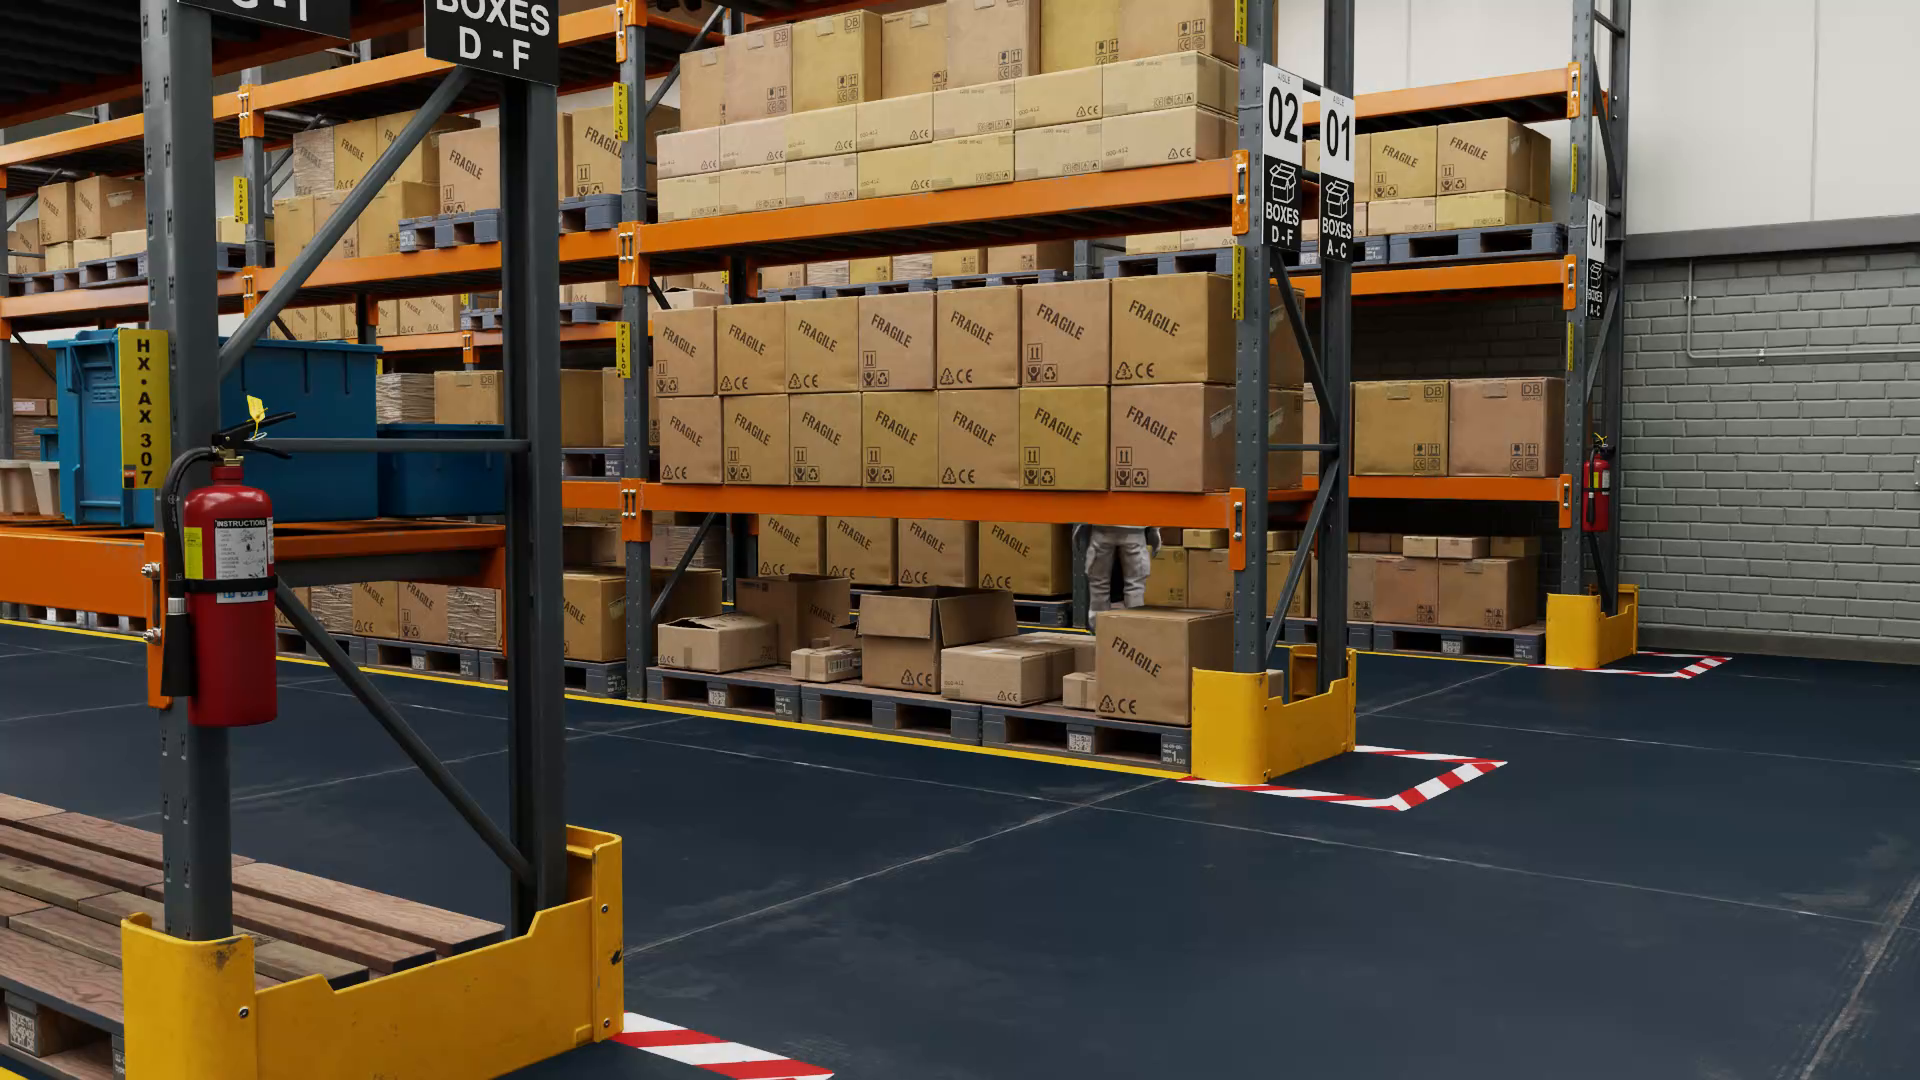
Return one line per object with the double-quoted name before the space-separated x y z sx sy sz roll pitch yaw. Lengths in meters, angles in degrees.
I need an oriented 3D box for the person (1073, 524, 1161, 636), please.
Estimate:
"person" 1.085 -0.051 11.483 0.613 1.791 0.449 0 3 5
